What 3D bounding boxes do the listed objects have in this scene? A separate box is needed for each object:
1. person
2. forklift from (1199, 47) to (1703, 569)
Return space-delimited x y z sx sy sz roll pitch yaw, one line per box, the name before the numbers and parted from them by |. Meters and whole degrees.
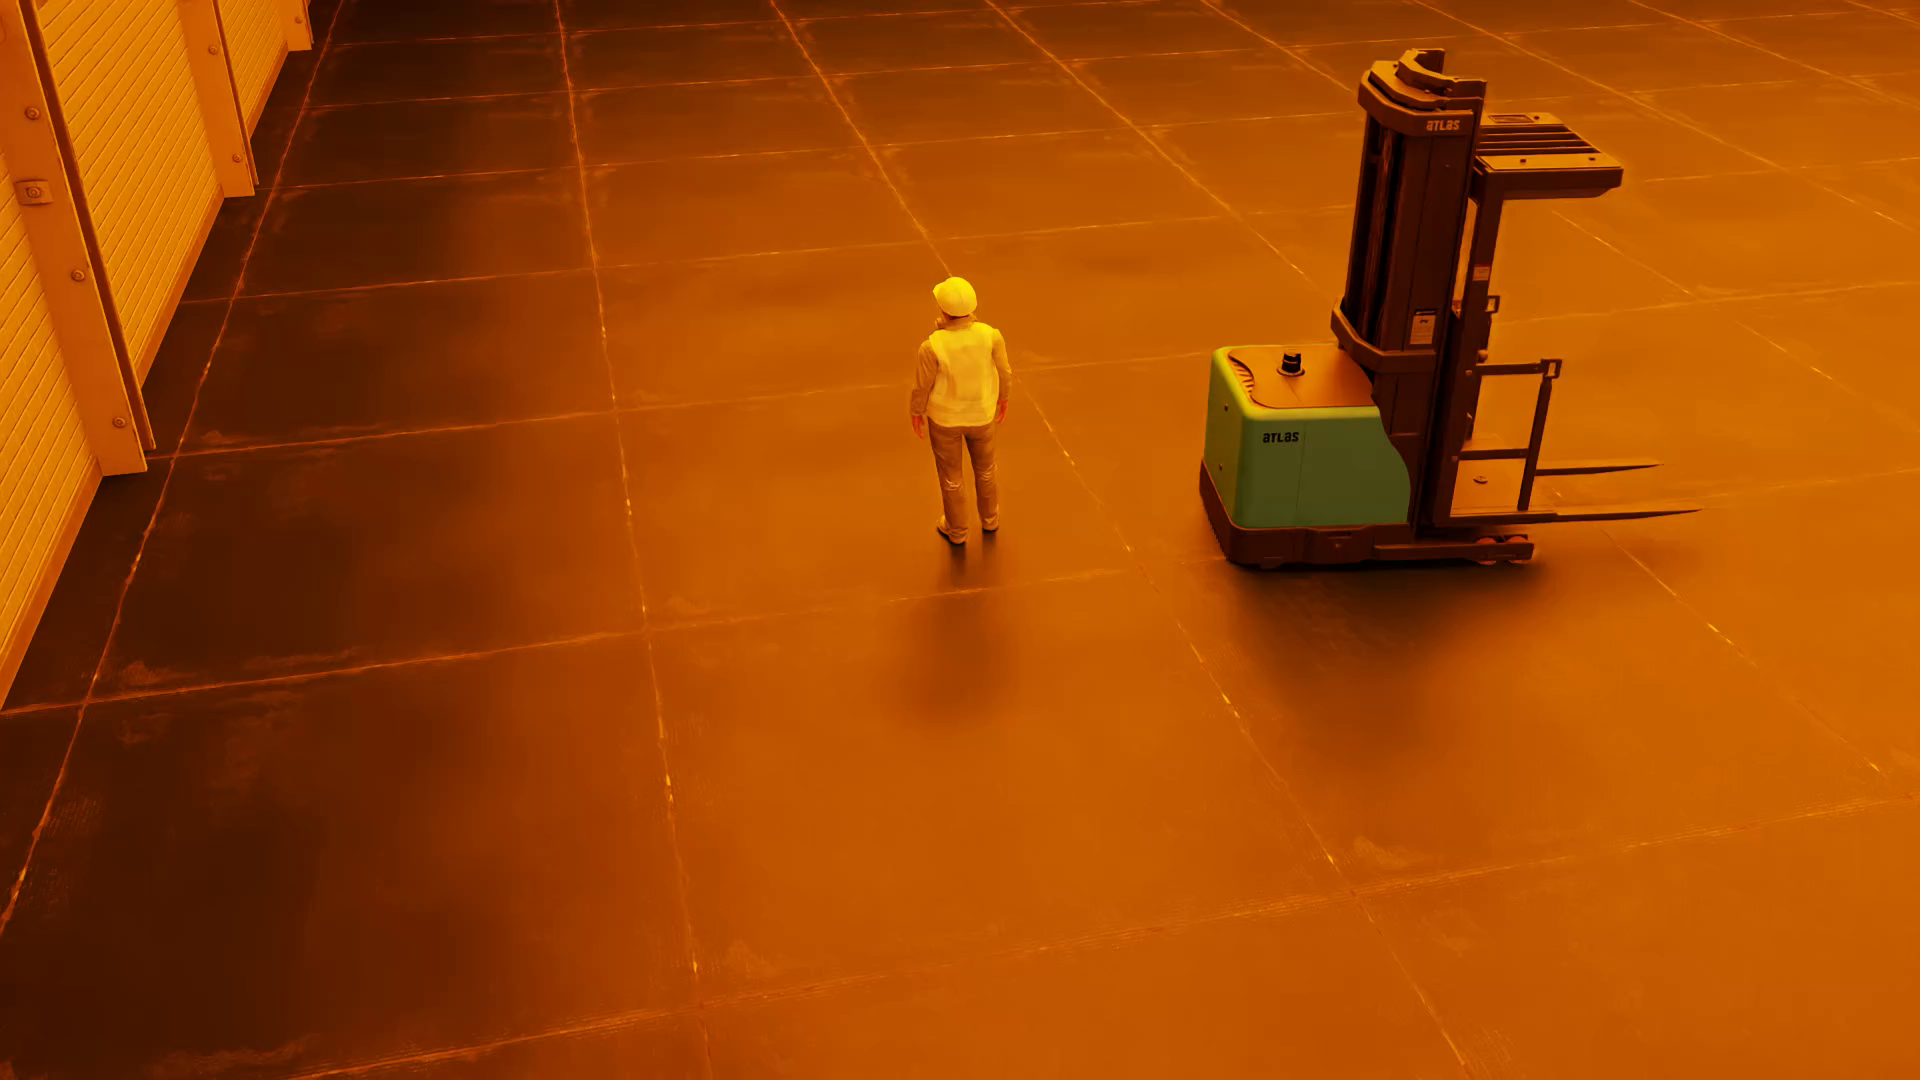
person | -0.007 -0.805 10.105 0.632 1.773 0.568 -7 31 -12
forklift | 3.112 -1.377 9.953 3.031 2.935 1.130 -2 30 -4
